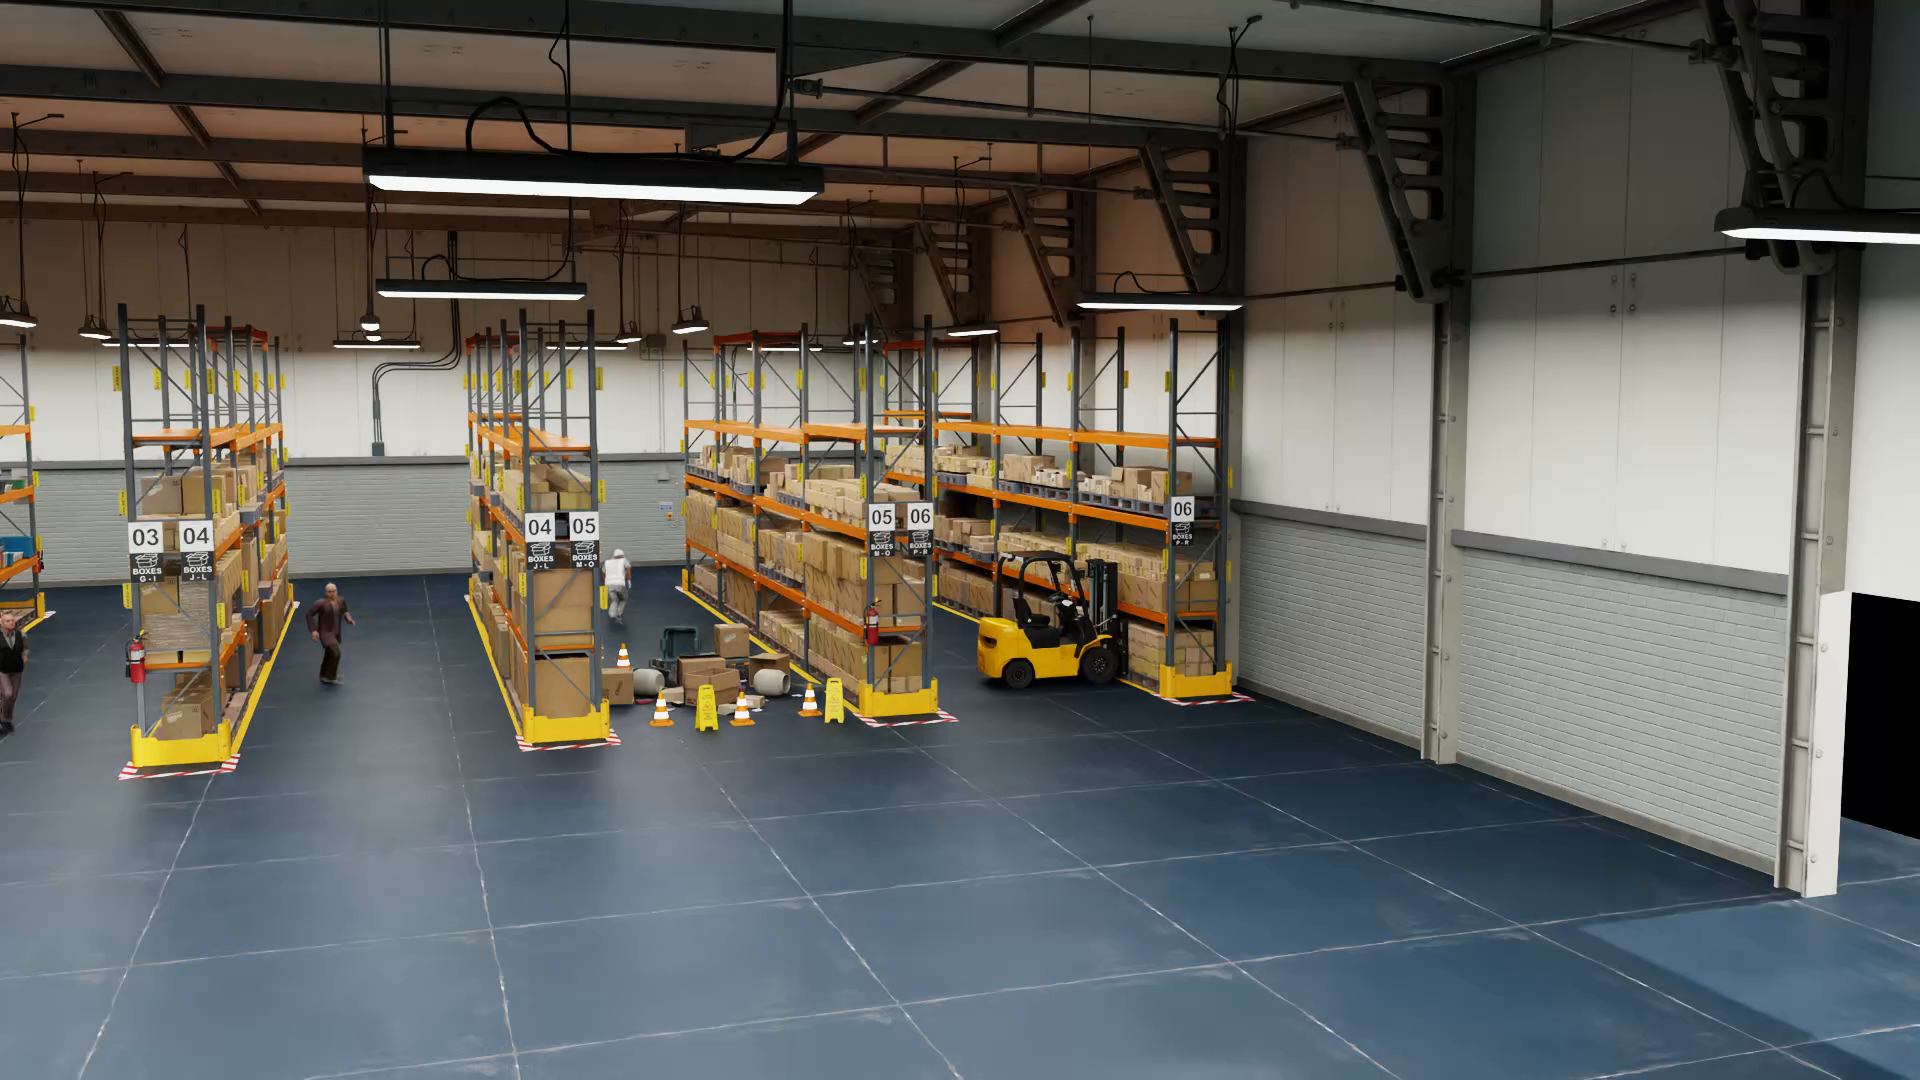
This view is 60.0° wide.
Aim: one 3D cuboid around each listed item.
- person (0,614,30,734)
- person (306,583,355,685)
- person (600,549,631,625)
[{"bbox_3d":[-13.643,1.914,23.809,0.834,1.738,0.607,4,7,38],"label":"person"},{"bbox_3d":[-10.410,1.570,27.589,0.876,1.734,0.705,2,6,18],"label":"person"},{"bbox_3d":[-7.086,1.007,34.127,0.672,1.568,1.180,0,5,0],"label":"person"}]
